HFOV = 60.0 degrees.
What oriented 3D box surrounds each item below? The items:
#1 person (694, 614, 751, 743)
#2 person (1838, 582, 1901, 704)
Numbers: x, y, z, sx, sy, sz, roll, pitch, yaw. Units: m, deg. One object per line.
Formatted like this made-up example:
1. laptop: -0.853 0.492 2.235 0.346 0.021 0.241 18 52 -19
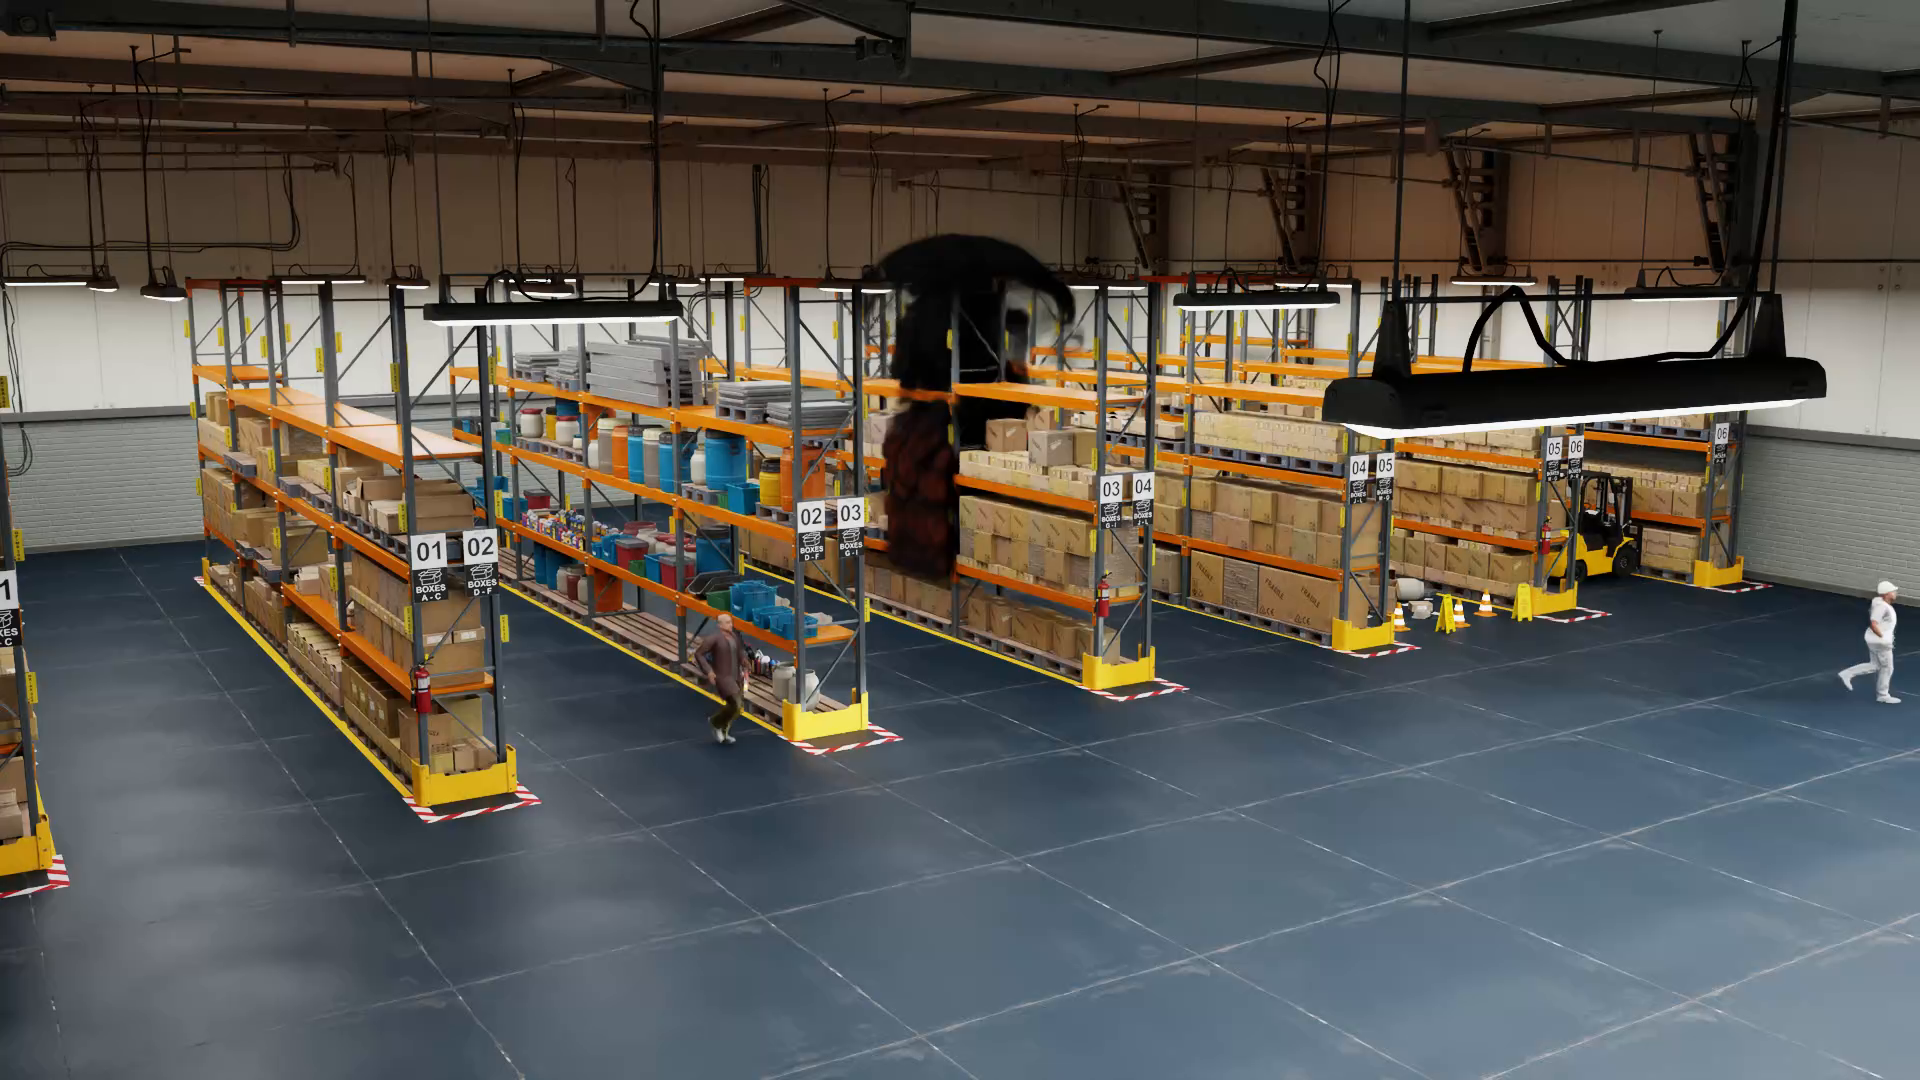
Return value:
1. person: -3.031 1.833 21.822 0.662 1.740 0.691 6 11 30
2. person: 13.178 1.460 23.995 0.831 1.772 0.679 4 10 21
